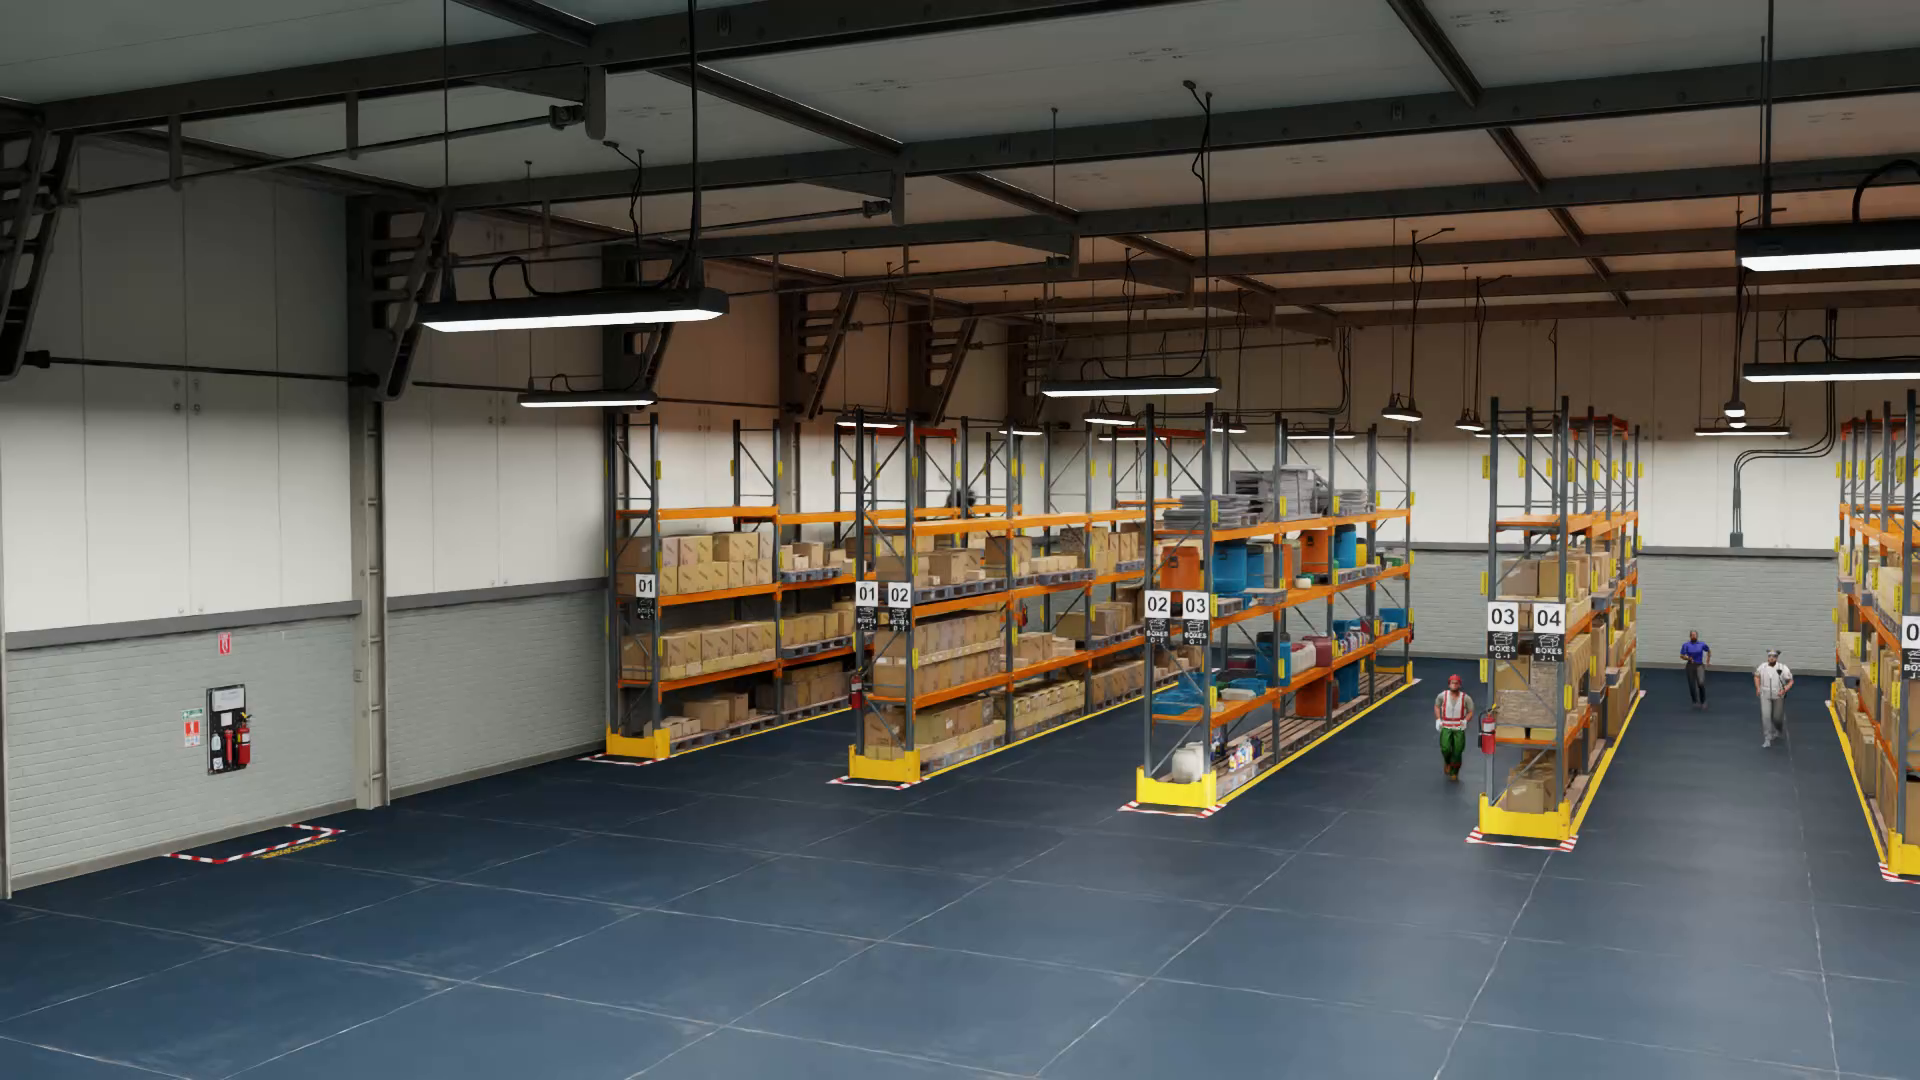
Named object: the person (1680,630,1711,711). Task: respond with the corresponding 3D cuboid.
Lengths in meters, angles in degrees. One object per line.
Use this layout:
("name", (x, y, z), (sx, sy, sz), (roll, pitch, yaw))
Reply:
("person", (15.381, 2.733, 34.794), (0.587, 1.673, 0.659), (1, 3, 26))

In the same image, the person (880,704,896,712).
("person", (-1.333, 2.809, 31.597), (0.665, 1.698, 0.945), (1, 2, 13))

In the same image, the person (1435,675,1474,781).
("person", (7.916, 3.020, 26.663), (0.608, 1.719, 0.590), (1, 3, 18))

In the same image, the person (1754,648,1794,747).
("person", (14.829, 2.857, 30.351), (0.657, 1.784, 0.855), (1, 3, 32))
